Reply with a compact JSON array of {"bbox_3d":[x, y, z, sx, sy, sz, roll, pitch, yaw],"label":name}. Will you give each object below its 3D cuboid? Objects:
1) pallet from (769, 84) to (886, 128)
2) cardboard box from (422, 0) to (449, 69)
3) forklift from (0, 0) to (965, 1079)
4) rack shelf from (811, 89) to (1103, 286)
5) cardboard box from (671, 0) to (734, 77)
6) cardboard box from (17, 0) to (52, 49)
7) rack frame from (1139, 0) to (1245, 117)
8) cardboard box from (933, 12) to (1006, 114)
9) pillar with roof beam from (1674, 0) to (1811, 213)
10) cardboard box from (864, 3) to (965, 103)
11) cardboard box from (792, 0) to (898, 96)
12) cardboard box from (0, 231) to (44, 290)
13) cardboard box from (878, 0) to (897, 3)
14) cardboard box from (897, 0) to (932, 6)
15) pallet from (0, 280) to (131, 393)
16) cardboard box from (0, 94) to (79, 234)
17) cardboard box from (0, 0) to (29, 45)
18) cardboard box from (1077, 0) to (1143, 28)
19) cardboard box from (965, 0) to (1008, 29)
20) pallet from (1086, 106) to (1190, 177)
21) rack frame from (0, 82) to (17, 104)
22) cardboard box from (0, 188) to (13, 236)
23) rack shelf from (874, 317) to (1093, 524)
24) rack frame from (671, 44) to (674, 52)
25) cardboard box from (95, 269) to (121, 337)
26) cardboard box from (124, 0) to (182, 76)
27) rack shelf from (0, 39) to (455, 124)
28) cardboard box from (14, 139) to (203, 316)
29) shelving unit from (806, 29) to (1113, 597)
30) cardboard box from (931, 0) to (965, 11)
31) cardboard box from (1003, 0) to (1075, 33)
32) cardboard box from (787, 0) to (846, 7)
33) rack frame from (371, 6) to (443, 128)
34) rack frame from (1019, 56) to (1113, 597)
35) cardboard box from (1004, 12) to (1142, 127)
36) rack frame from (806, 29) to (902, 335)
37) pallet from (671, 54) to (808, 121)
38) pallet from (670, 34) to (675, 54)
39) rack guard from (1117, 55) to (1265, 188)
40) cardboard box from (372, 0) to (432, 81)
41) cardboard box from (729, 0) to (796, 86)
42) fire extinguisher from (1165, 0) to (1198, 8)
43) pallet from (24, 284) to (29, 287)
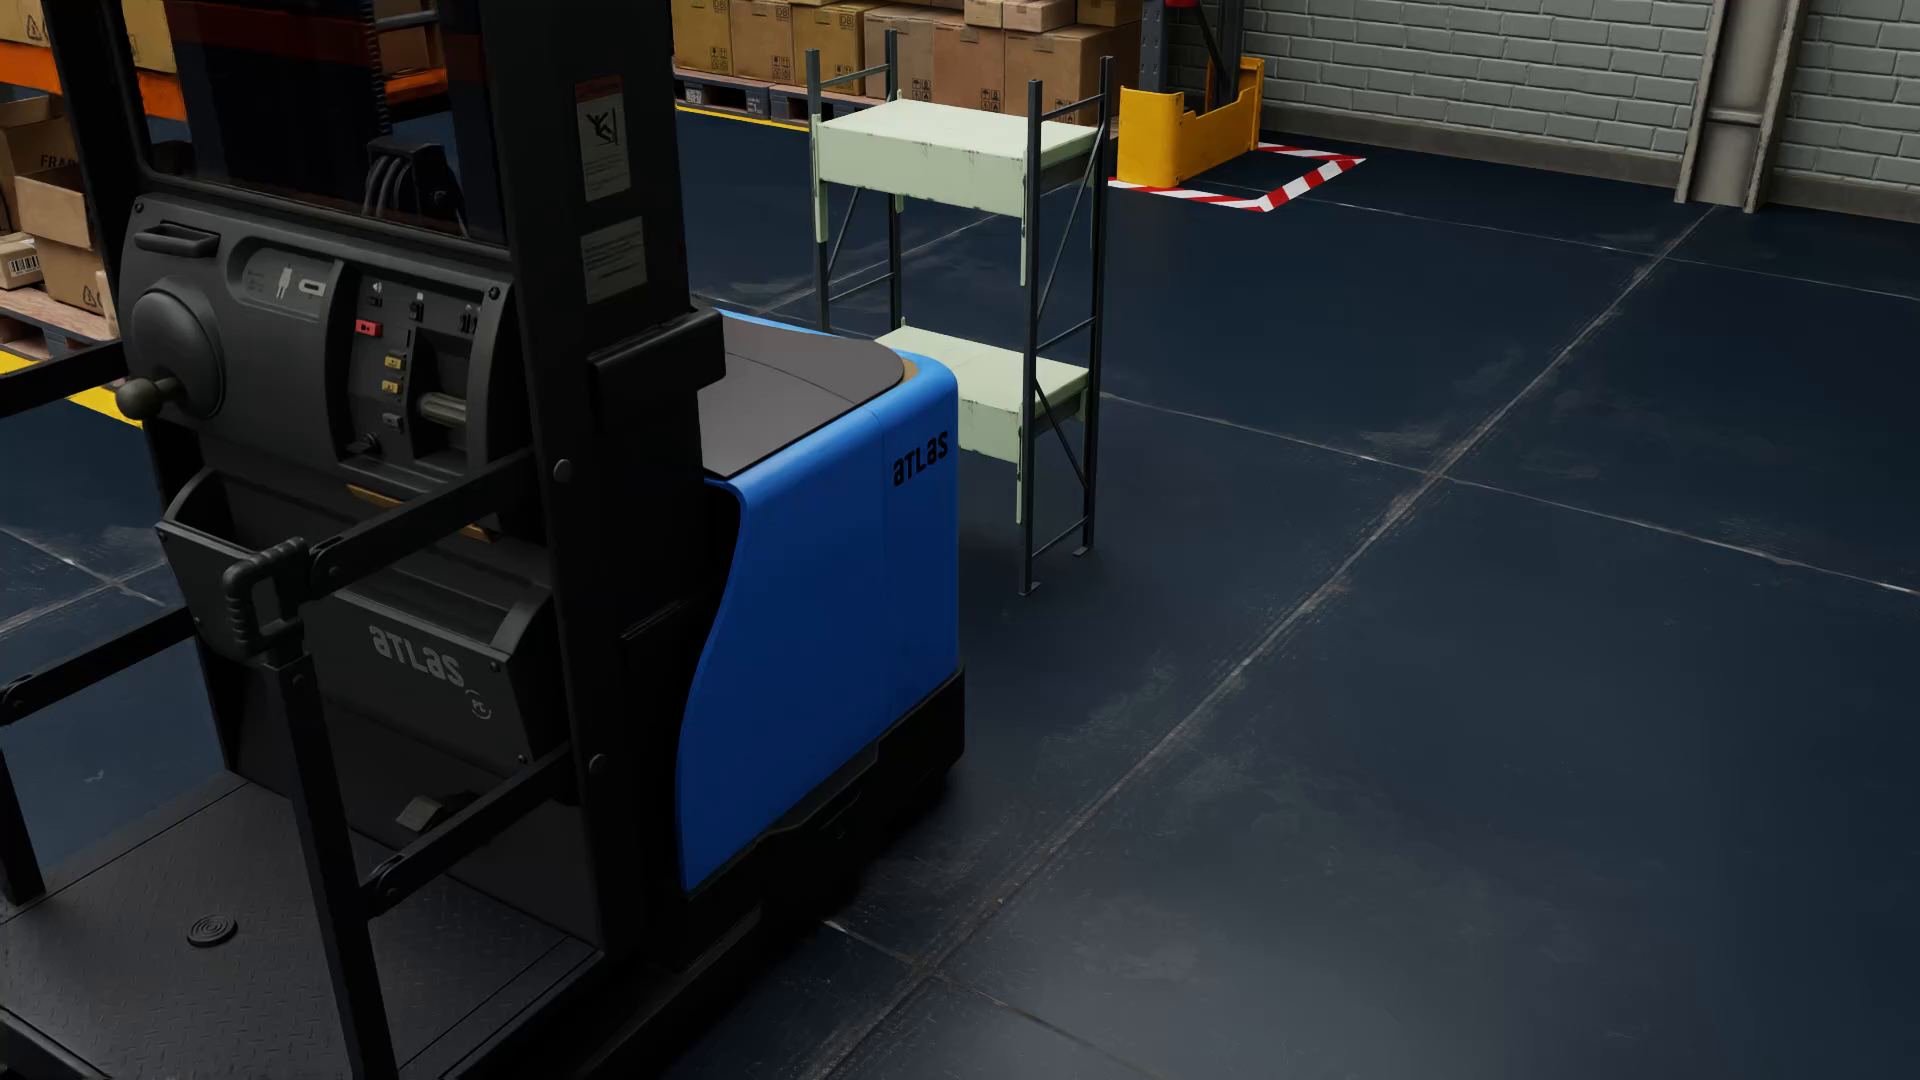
[{"bbox_3d":[-0.416,-2.739,10.400,1.213,0.211,1.003,17,32,30],"label":"pallet"},{"bbox_3d":[-1.730,-1.896,5.559,0.500,0.500,0.500,18,32,31],"label":"cardboard box"},{"bbox_3d":[-1.202,-0.295,2.599,1.130,2.935,3.031,16,31,28],"label":"forklift"},{"bbox_3d":[-0.006,-1.018,4.736,0.720,0.370,0.431,17,32,30],"label":"rack shelf"},{"bbox_3d":[-1.450,-3.362,10.842,0.500,0.500,0.700,18,32,31],"label":"cardboard box"},{"bbox_3d":[-2.874,-1.959,5.682,0.500,0.500,0.500,18,32,31],"label":"cardboard box"},{"bbox_3d":[1.288,-3.492,8.805,0.127,3.000,1.000,17,32,30],"label":"rack frame"},{"bbox_3d":[0.242,-2.836,9.809,0.500,0.500,0.700,17,32,30],"label":"cardboard box"},{"bbox_3d":[1.566,-4.187,3.555,0.400,9.000,9.100,17,32,30],"label":"pillar with roof beam"},{"bbox_3d":[-0.173,-2.965,10.062,0.500,0.500,0.700,16,31,29],"label":"cardboard box"},{"bbox_3d":[-0.616,-3.099,10.326,0.500,0.500,0.700,18,32,31],"label":"cardboard box"},{"bbox_3d":[-3.868,-1.193,6.925,0.250,0.166,0.380,17,32,30],"label":"cardboard box"},{"bbox_3d":[-0.383,-3.430,10.260,0.250,0.149,0.380,17,31,29],"label":"cardboard box"},{"bbox_3d":[-0.175,-3.364,10.132,0.250,0.149,0.380,18,32,31],"label":"cardboard box"},{"bbox_3d":[-3.235,-0.934,6.853,1.213,0.211,1.003,17,32,30],"label":"pallet"},{"bbox_3d":[-4.180,-1.708,7.571,0.500,0.500,0.500,17,32,30],"label":"cardboard box"},{"bbox_3d":[-3.289,-2.089,5.937,0.500,0.500,0.500,17,31,30],"label":"cardboard box"},{"bbox_3d":[0.871,-3.040,9.493,0.250,0.149,0.380,18,32,31],"label":"cardboard box"},{"bbox_3d":[0.235,-3.027,9.469,0.250,0.149,0.380,18,32,32],"label":"cardboard box"},{"bbox_3d":[0.585,-2.426,9.784,1.213,0.211,1.003,17,32,30],"label":"pallet"},{"bbox_3d":[-4.810,-2.667,7.182,0.127,3.000,1.000,17,32,30],"label":"rack frame"},{"bbox_3d":[-4.587,-1.476,7.322,0.500,0.311,0.500,17,32,30],"label":"cardboard box"},{"bbox_3d":[-0.006,-0.380,5.061,0.720,0.370,0.431,17,32,30],"label":"rack shelf"},{"bbox_3d":[-2.009,-4.519,10.823,0.127,3.000,1.000,17,32,30],"label":"rack frame"},{"bbox_3d":[-2.867,-0.913,6.283,0.500,0.250,0.500,17,32,30],"label":"cardboard box"},{"bbox_3d":[-2.466,-1.829,5.427,0.500,0.500,0.500,18,32,31],"label":"cardboard box"},{"bbox_3d":[-3.162,-1.832,6.336,4.000,0.370,1.077,17,32,30],"label":"rack shelf"},{"bbox_3d":[-3.259,-1.269,6.705,0.637,0.503,0.797,17,32,30],"label":"cardboard box"},{"bbox_3d":[-0.006,-0.670,4.913,0.755,1.500,0.431,17,32,30],"label":"shelving unit"},{"bbox_3d":[0.037,-3.299,10.003,0.250,0.149,0.380,18,32,31],"label":"cardboard box"},{"bbox_3d":[0.446,-2.962,9.340,0.250,0.149,0.380,17,31,30],"label":"cardboard box"},{"bbox_3d":[-0.841,-3.361,10.125,0.250,0.149,0.380,16,31,29],"label":"cardboard box"},{"bbox_3d":[-1.513,-1.639,5.164,0.127,3.000,1.000,17,32,30],"label":"rack frame"},{"bbox_3d":[0.296,-0.576,4.729,0.023,1.500,0.400,17,32,30],"label":"rack frame"},{"bbox_3d":[0.655,-2.708,9.557,0.500,0.500,0.700,17,32,30],"label":"cardboard box"},{"bbox_3d":[-0.307,-0.764,5.098,0.023,1.500,0.400,17,32,30],"label":"rack frame"},{"bbox_3d":[-1.426,-3.052,11.015,1.213,0.211,1.003,17,32,30],"label":"pallet"},{"bbox_3d":[-2.687,-3.447,11.790,1.213,0.211,1.003,17,32,30],"label":"pallet"},{"bbox_3d":[1.308,-2.372,9.360,0.348,0.500,1.175,17,32,30],"label":"rack guard"},{"bbox_3d":[-2.036,-1.697,5.167,0.500,0.500,0.500,18,32,32],"label":"cardboard box"},{"bbox_3d":[-1.038,-3.232,10.587,0.500,0.500,0.700,17,32,30],"label":"cardboard box"},{"bbox_3d":[1.151,-3.080,8.492,0.183,0.674,0.296,17,32,30],"label":"fire extinguisher"},{"bbox_3d":[-4.245,-1.247,7.468,1.213,0.211,1.003,17,32,30],"label":"pallet"}]
